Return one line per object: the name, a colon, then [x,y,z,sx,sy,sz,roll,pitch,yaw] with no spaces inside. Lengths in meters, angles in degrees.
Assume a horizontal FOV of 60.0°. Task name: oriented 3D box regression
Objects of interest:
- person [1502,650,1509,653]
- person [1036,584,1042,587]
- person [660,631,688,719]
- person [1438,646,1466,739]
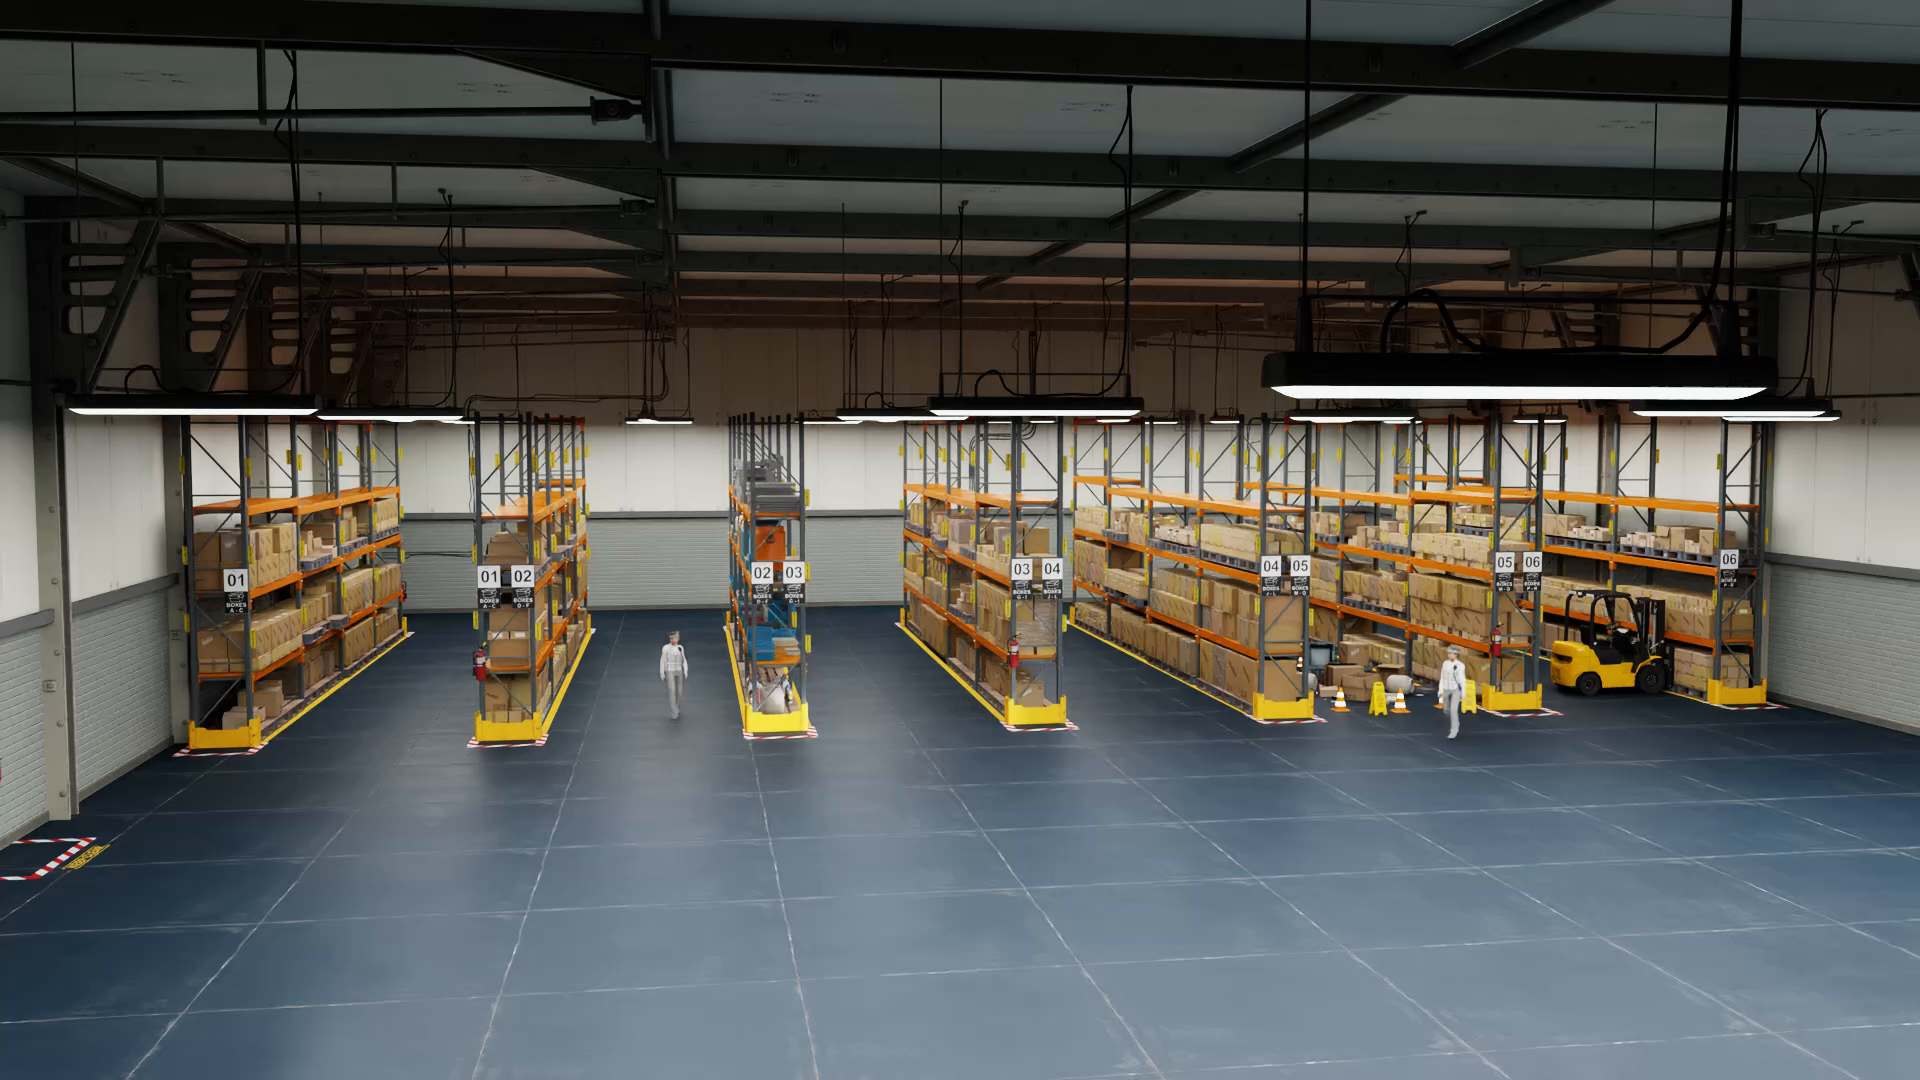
person: [12.264,2.330,37.639,0.496,1.674,0.440,0,4,-2]
person: [2.310,1.605,47.378,0.570,1.721,1.050,-1,4,-13]
person: [-5.627,2.660,33.015,0.516,1.670,0.734,-2,5,-32]
person: [9.138,2.788,30.786,0.700,1.672,0.475,-3,5,-40]
